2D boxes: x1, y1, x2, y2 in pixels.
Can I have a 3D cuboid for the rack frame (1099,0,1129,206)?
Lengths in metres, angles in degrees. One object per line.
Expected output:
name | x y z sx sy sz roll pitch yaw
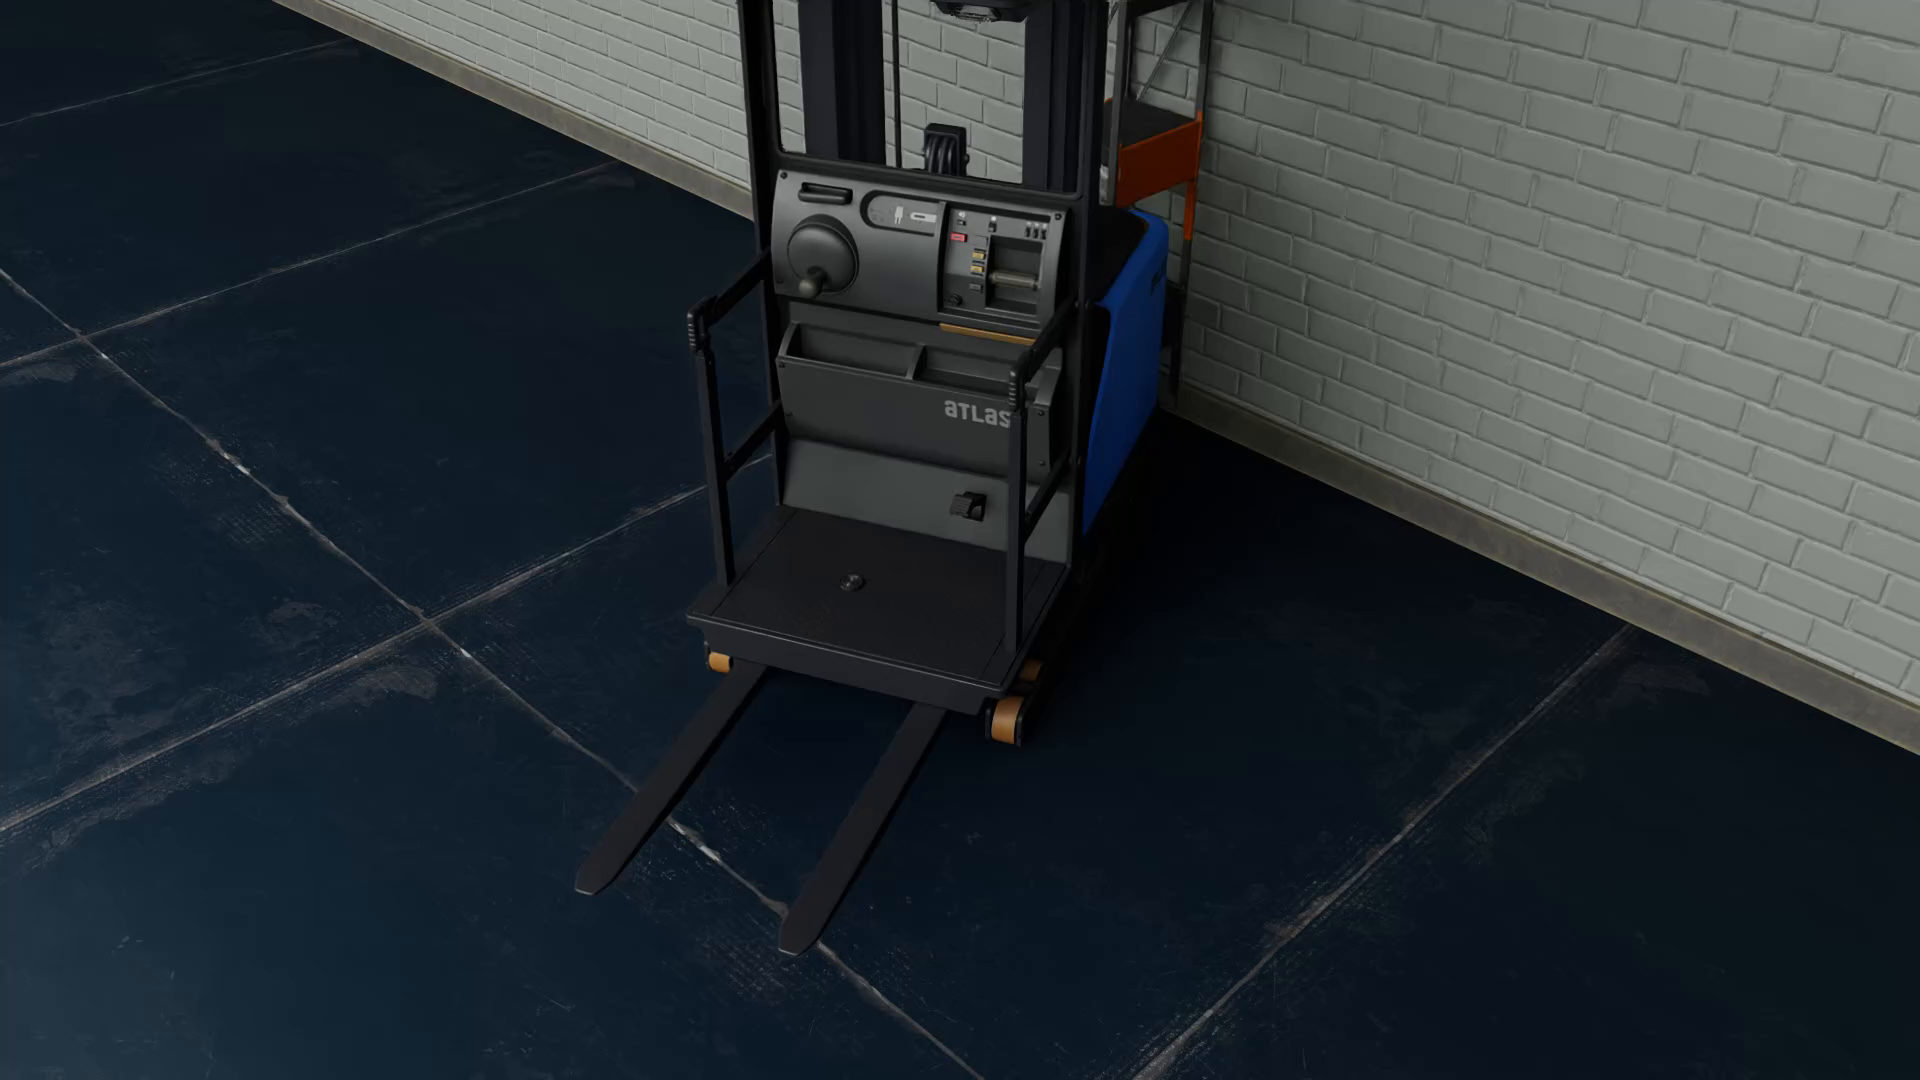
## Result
rack frame | 0.425 -1.300 6.217 0.015 2.100 0.400 -29 44 -36

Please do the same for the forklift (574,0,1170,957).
forklift | -0.207 -0.818 4.861 1.130 2.935 3.031 12 37 17

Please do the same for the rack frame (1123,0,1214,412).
rack frame | 0.771 -1.490 6.504 0.015 2.100 0.400 -29 44 -36

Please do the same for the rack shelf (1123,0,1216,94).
rack shelf | 0.605 -1.963 5.976 0.480 0.518 0.431 -29 44 -36

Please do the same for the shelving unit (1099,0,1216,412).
shelving unit | 0.598 -1.395 6.361 0.503 2.100 0.431 -29 44 -36

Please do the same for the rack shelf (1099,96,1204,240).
rack shelf | 0.598 -1.384 6.368 0.480 0.518 0.431 -29 44 -36

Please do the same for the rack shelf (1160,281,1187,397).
rack shelf | 0.590 -0.804 6.761 0.480 0.518 0.431 -29 44 -36
